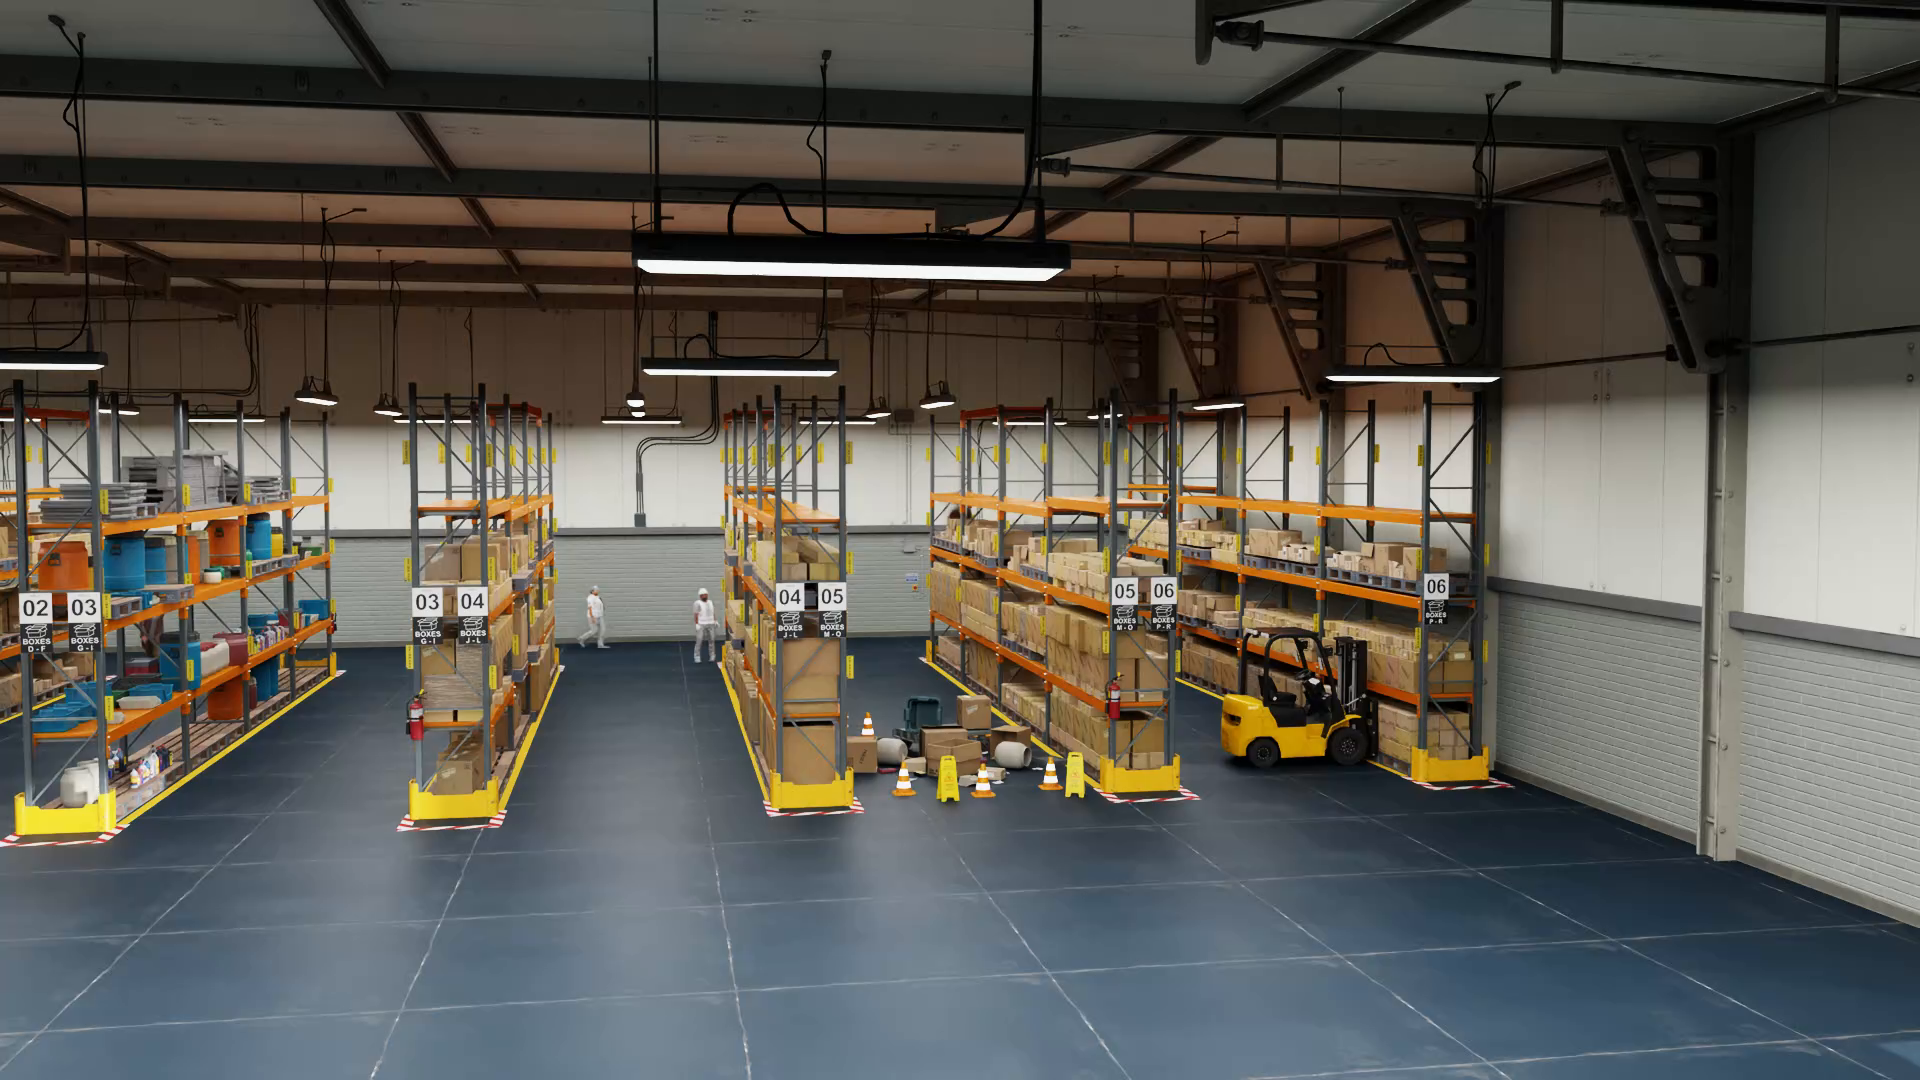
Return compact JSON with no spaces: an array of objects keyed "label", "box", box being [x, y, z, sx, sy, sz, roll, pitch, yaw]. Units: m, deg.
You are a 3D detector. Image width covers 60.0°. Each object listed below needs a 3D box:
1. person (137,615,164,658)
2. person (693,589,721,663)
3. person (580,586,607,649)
[{"label":"person","box":[-18.308,2.223,37.631,0.523,1.742,1.029,-1,3,-13]},{"label":"person","box":[-6.167,2.071,40.437,0.675,1.788,0.427,-2,3,-30]},{"label":"person","box":[-9.473,1.998,43.005,0.648,1.637,0.521,1,3,16]}]
